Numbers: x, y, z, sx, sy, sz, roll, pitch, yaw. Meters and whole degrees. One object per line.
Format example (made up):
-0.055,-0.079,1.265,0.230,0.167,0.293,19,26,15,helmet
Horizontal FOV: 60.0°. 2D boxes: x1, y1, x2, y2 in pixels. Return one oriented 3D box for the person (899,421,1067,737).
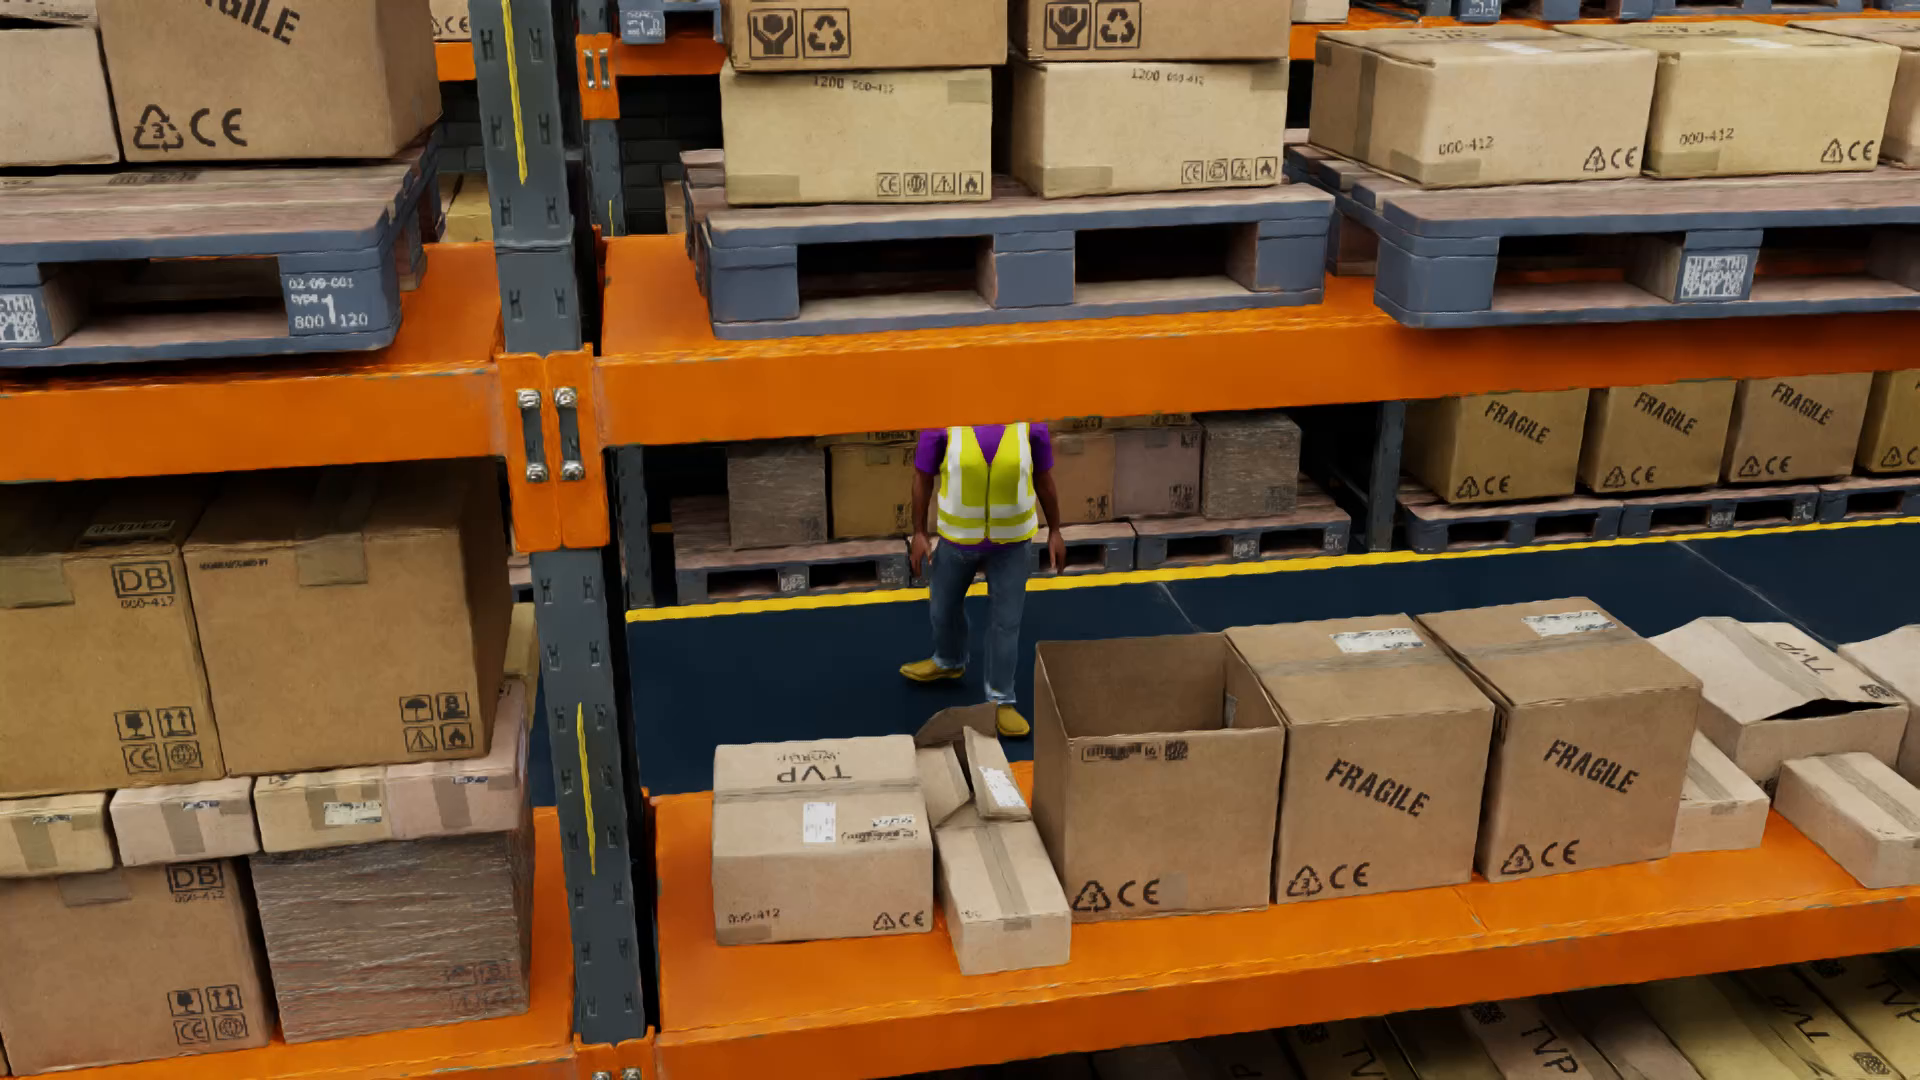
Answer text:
0.088,-0.041,7.170,0.745,1.771,0.599,0,23,0,person
